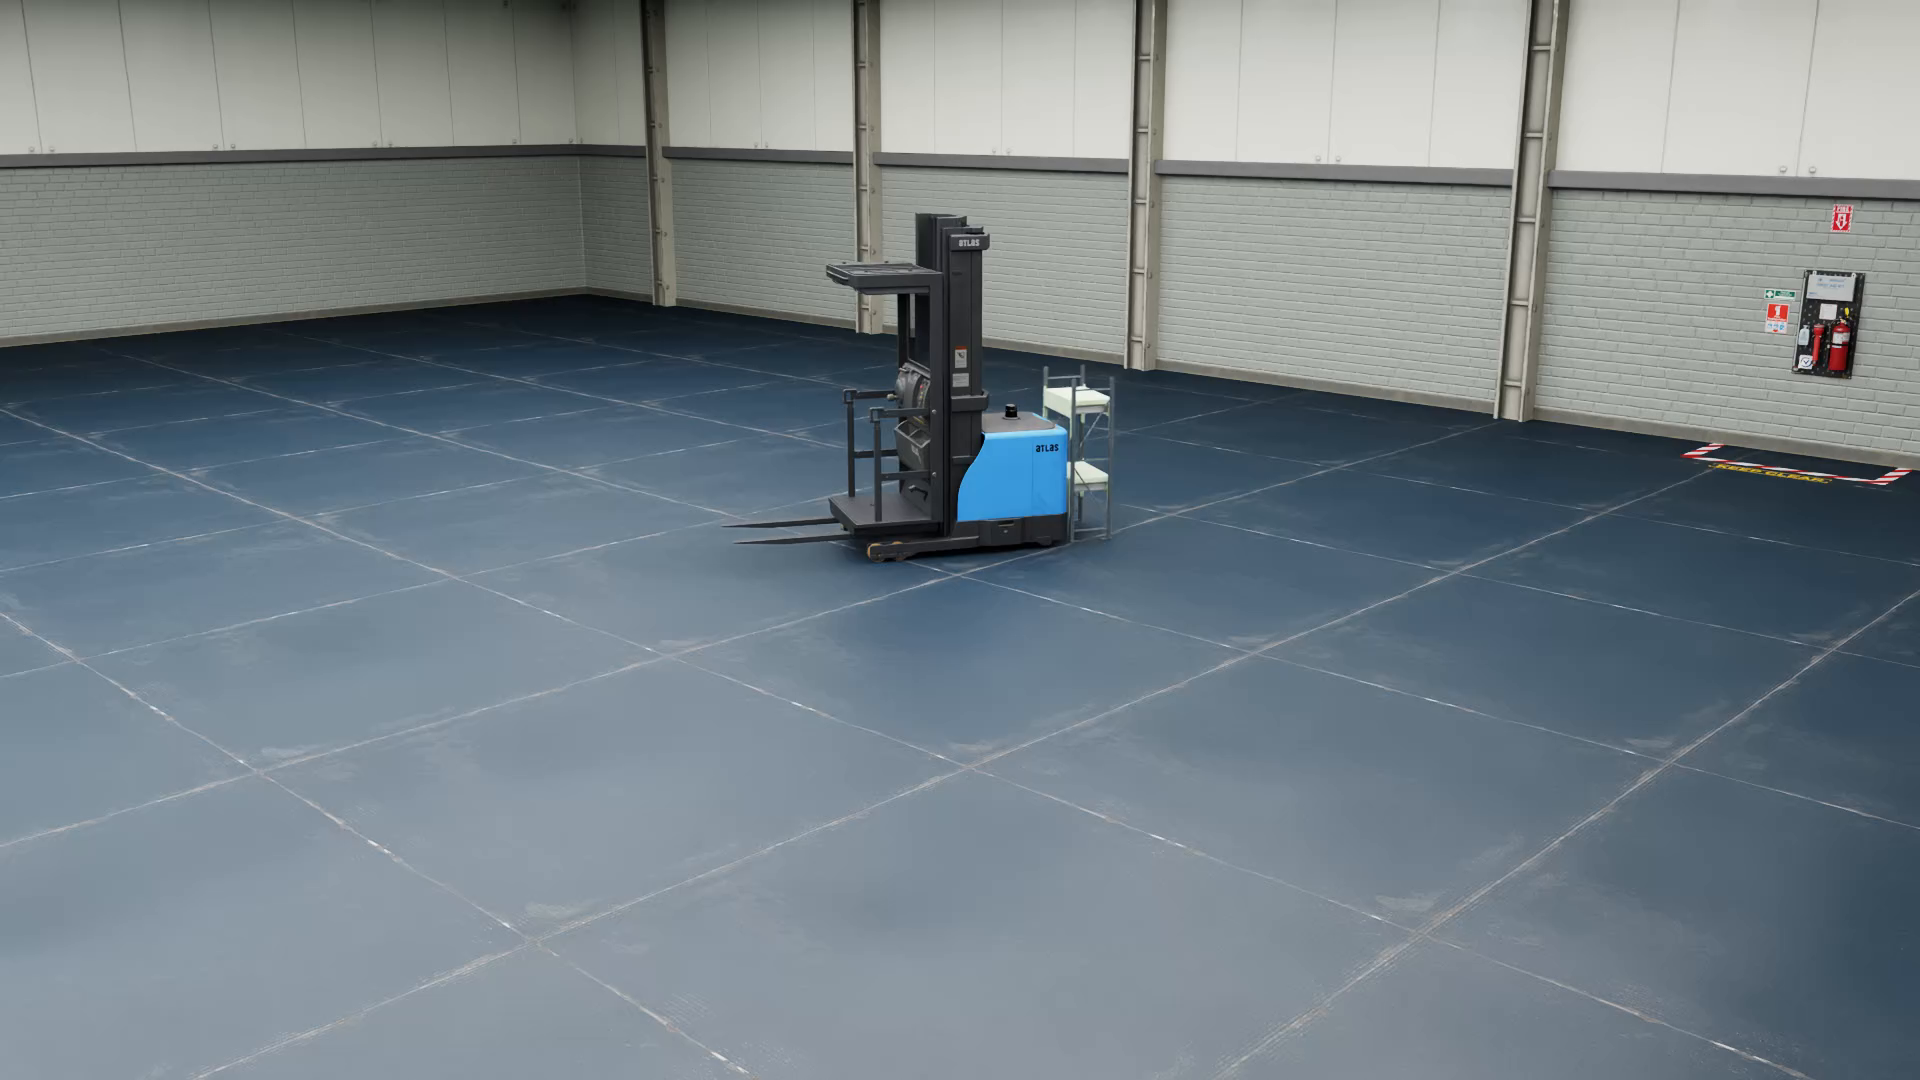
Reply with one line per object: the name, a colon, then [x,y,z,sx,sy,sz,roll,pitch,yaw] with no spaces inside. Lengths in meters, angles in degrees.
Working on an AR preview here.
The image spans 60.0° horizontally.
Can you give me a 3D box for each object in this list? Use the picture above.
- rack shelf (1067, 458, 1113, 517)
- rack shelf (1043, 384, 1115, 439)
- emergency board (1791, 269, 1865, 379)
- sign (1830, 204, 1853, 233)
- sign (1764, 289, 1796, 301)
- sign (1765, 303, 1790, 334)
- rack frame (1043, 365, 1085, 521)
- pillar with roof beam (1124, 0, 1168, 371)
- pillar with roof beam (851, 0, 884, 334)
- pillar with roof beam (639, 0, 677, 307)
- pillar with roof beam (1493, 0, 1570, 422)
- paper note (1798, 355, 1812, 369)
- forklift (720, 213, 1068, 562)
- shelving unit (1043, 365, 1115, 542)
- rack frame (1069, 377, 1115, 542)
rack shelf: [1.085,-0.494,15.463,0.431,0.370,0.720,-5,15,-17]
rack shelf: [1.084,-1.187,15.282,0.431,0.370,0.720,-5,15,-17]
emergency board: [9.619,-2.390,18.474,0.643,1.169,0.194,14,20,42]
sign: [9.683,-3.532,18.257,0.199,0.298,0.001,14,20,42]
sign: [9.290,-2.777,18.837,0.331,0.109,0.001,14,20,42]
sign: [9.293,-2.523,18.913,0.234,0.329,0.001,14,20,42]
rack frame: [0.977,-0.898,15.719,0.400,1.500,0.023,-5,15,-17]
pillar with roof beam: [-0.255,-6.173,21.093,0.400,9.000,9.100,14,20,42]
pillar with roof beam: [-4.574,-7.223,25.123,0.400,9.000,9.100,14,20,42]
pillar with roof beam: [-8.893,-8.273,29.153,0.400,9.000,9.100,14,20,42]
pillar with roof beam: [4.064,-5.123,17.063,0.400,9.000,9.100,14,20,42]
paper note: [9.540,-2.007,18.753,0.142,0.148,0.016,14,20,42]
forklift: [-0.603,-1.372,14.701,3.031,2.935,1.130,-4,15,-17]
shelving unit: [1.085,-0.810,15.381,0.431,1.500,0.755,-5,15,-17]
rack frame: [1.192,-0.721,15.042,0.400,1.500,0.023,-5,15,-17]
